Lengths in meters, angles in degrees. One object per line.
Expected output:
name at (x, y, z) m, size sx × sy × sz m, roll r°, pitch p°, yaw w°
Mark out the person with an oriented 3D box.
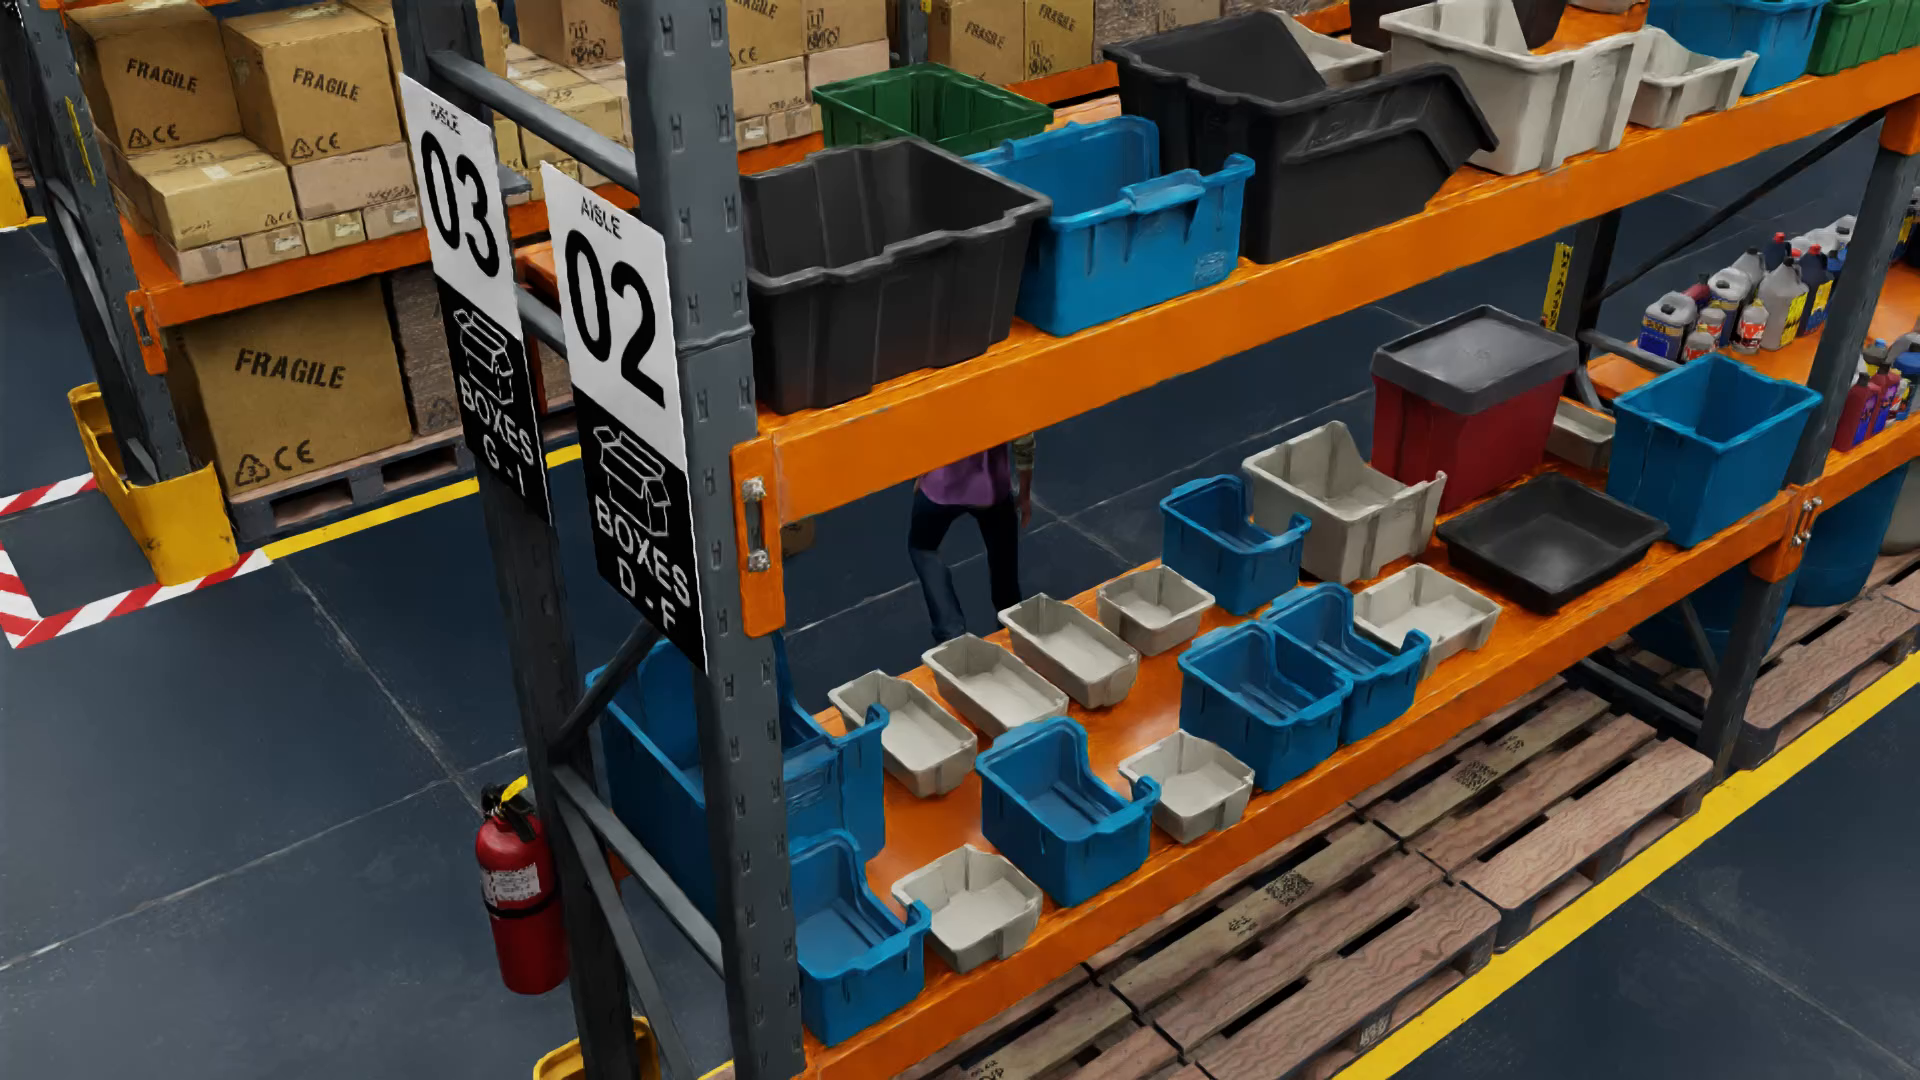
person at (0.079, -0.160, 6.363) m, size 0.560 × 1.594 × 0.498 m, roll -2°, pitch 33°, yaw -3°
